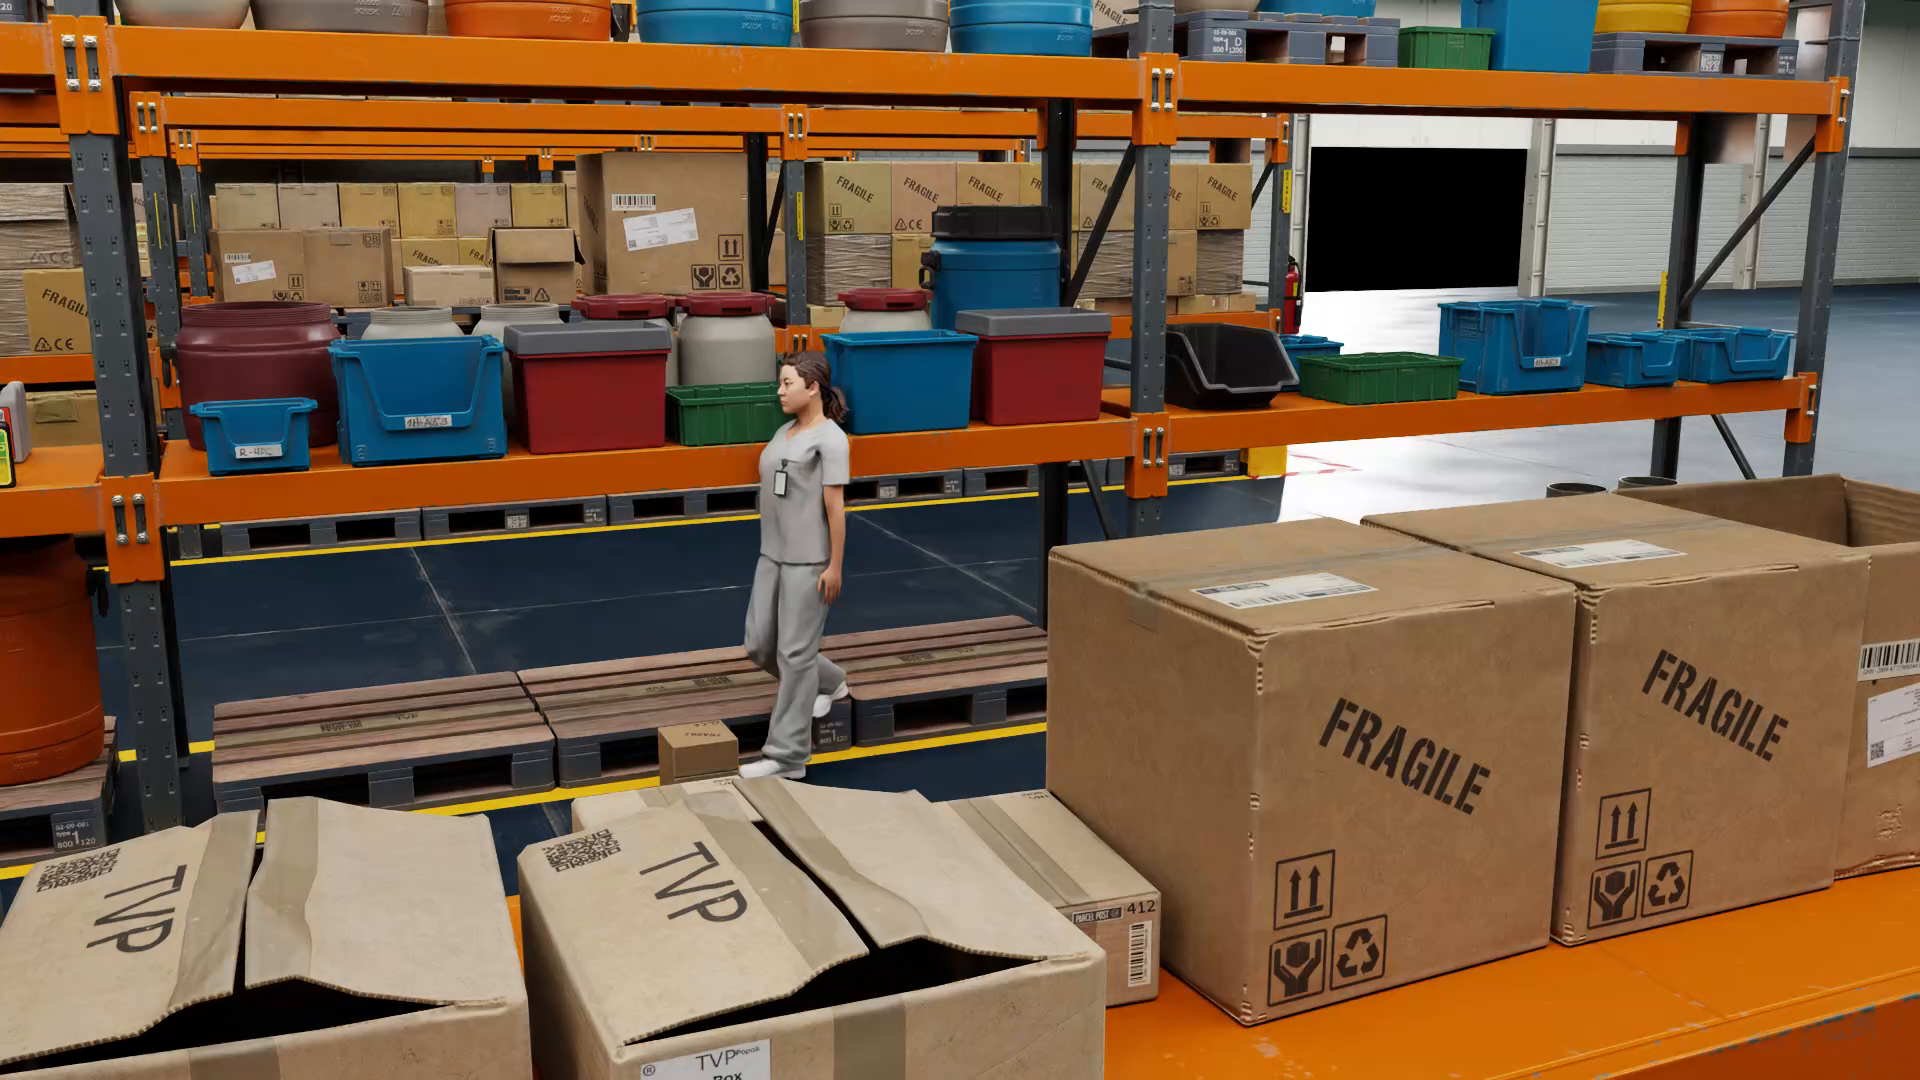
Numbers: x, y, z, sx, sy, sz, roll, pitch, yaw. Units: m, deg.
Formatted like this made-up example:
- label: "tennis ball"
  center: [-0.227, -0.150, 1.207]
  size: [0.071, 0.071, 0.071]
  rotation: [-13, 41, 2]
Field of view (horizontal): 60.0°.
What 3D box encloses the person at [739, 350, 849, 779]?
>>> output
- label: "person"
  center: [-0.663, 0.094, 6.528]
  size: [0.667, 1.656, 0.455]
  rotation: [-10, 15, -38]
